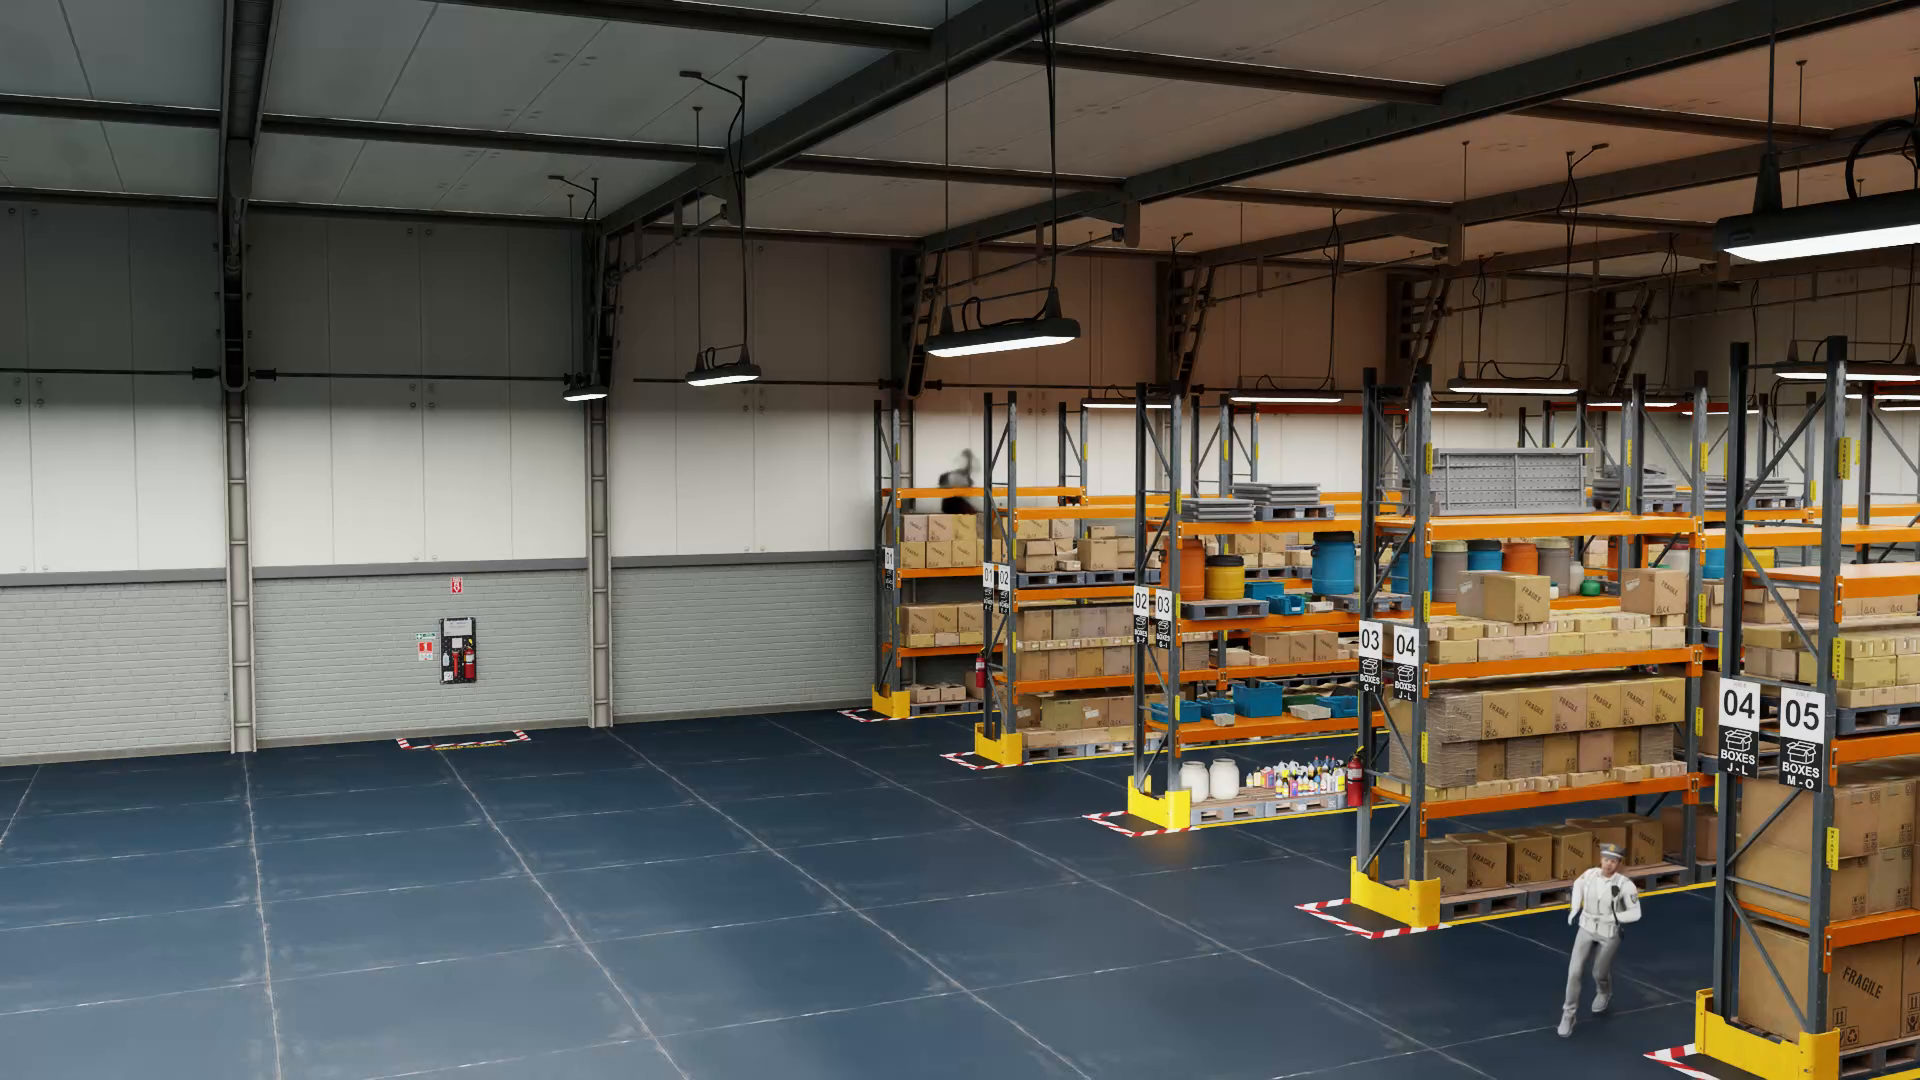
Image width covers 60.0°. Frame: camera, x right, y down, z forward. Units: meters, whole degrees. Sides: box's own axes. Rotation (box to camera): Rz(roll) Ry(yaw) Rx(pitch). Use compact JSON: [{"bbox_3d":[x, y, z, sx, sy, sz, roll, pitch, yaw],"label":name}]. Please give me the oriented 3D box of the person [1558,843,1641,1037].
[{"bbox_3d":[5.669,3.489,14.650,0.642,1.706,0.854,3,4,38],"label":"person"}]
